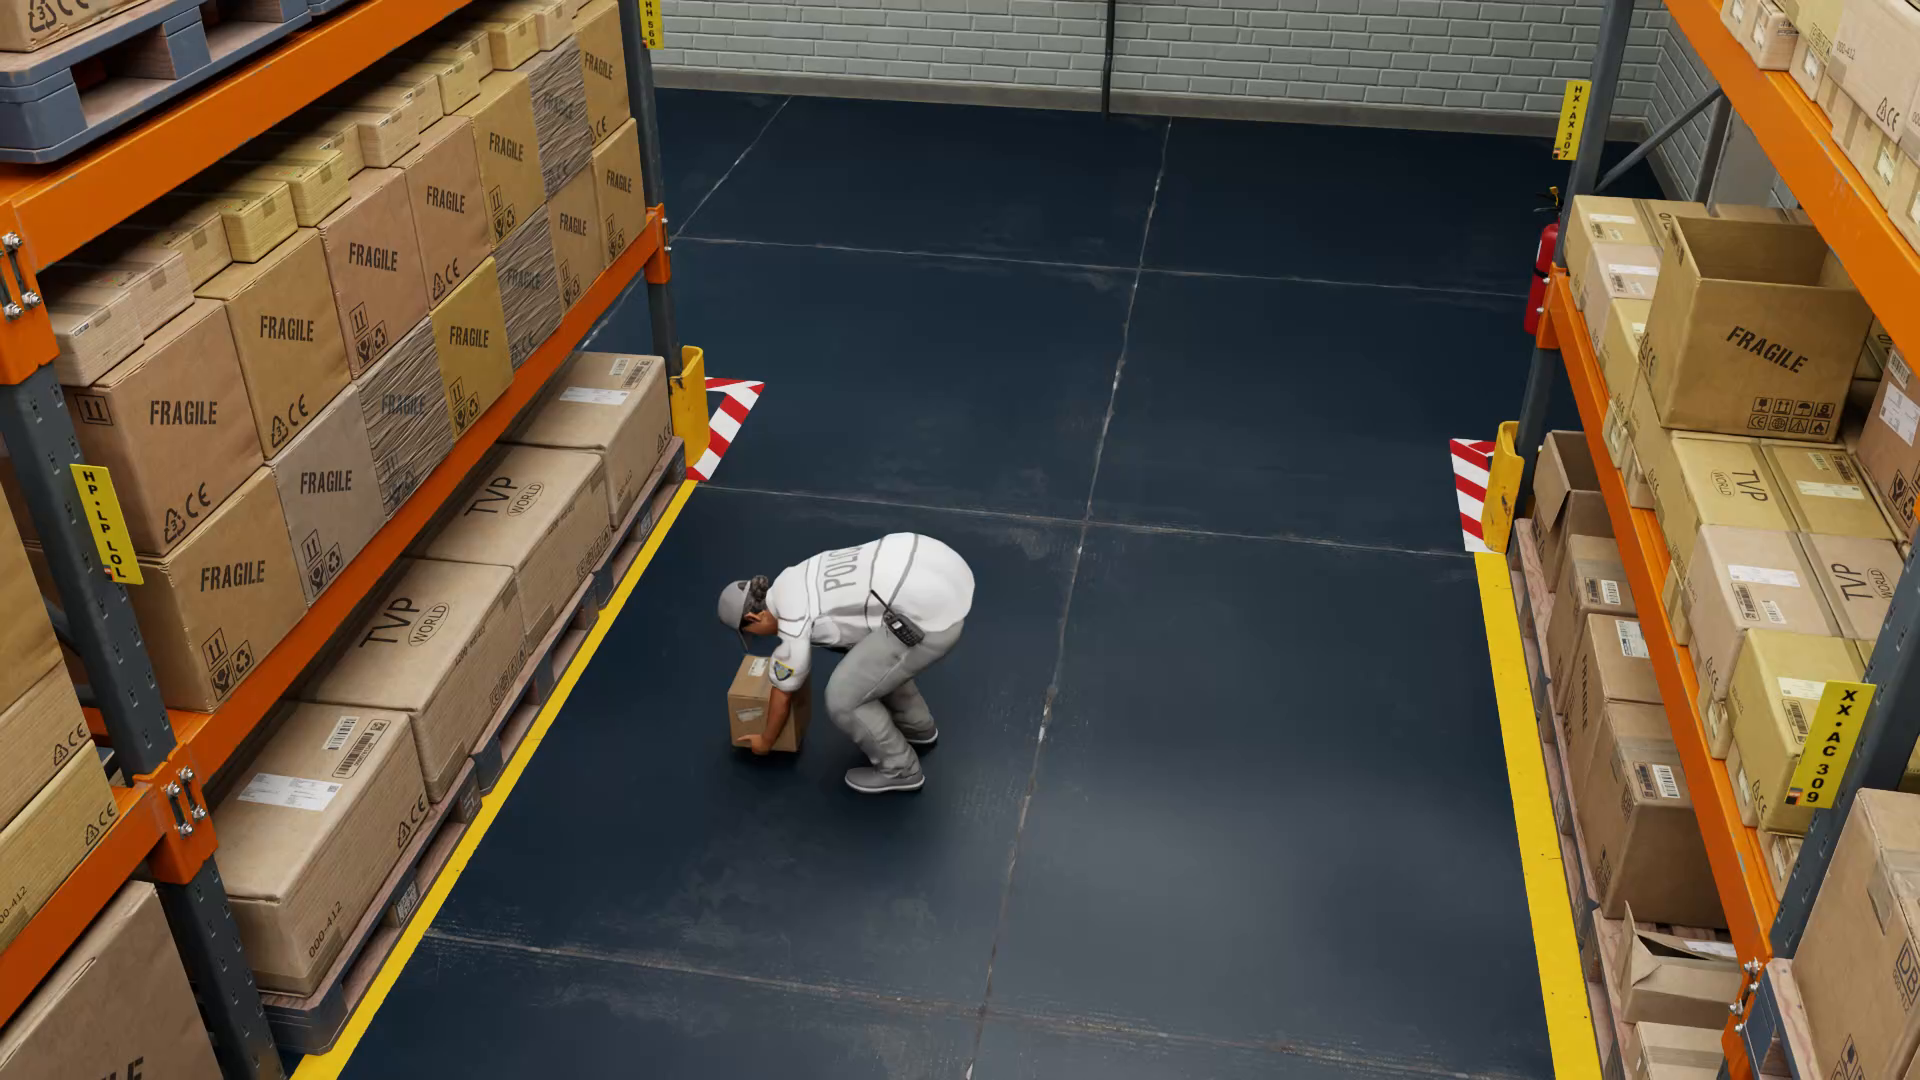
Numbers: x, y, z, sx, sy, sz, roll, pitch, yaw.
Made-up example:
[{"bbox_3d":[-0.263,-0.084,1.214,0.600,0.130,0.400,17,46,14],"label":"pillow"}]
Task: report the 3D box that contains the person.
[{"bbox_3d":[-0.420,0.431,6.124,0.938,0.953,0.512,4,33,6],"label":"person"}]
